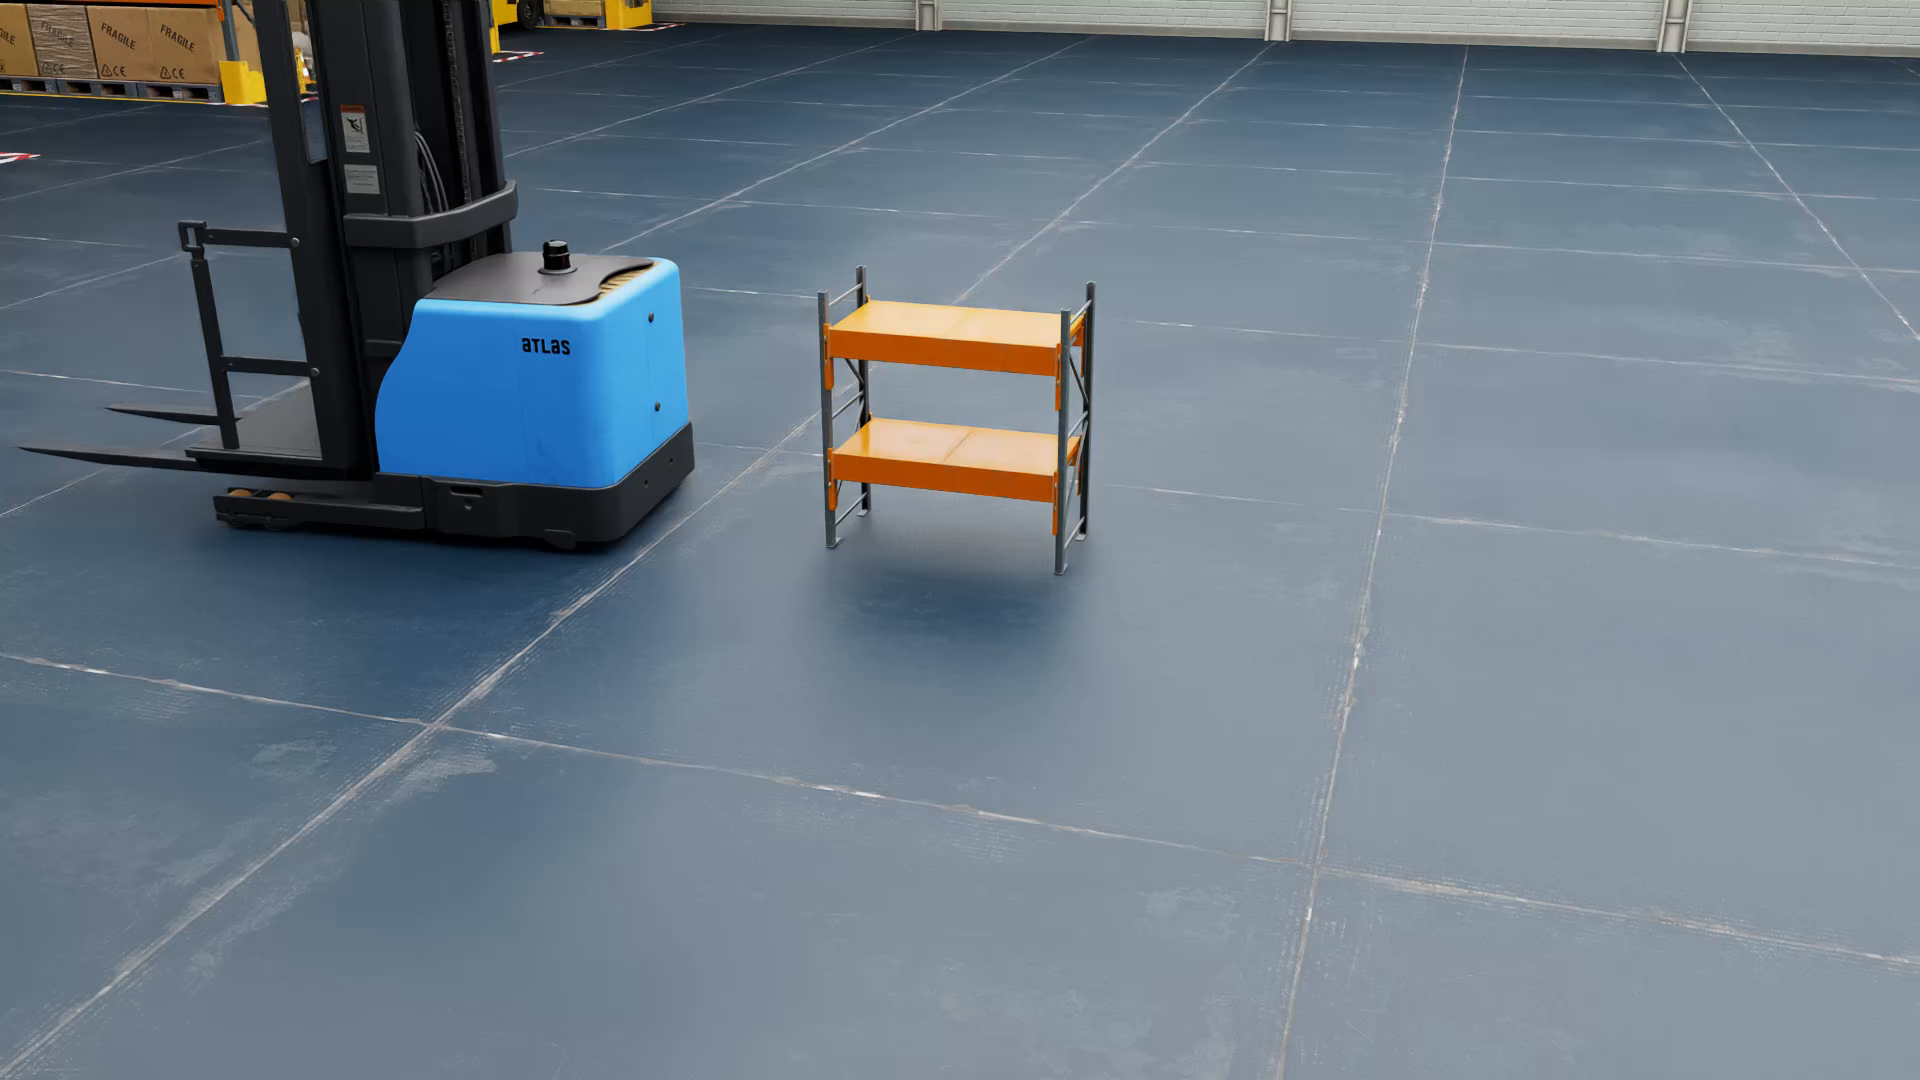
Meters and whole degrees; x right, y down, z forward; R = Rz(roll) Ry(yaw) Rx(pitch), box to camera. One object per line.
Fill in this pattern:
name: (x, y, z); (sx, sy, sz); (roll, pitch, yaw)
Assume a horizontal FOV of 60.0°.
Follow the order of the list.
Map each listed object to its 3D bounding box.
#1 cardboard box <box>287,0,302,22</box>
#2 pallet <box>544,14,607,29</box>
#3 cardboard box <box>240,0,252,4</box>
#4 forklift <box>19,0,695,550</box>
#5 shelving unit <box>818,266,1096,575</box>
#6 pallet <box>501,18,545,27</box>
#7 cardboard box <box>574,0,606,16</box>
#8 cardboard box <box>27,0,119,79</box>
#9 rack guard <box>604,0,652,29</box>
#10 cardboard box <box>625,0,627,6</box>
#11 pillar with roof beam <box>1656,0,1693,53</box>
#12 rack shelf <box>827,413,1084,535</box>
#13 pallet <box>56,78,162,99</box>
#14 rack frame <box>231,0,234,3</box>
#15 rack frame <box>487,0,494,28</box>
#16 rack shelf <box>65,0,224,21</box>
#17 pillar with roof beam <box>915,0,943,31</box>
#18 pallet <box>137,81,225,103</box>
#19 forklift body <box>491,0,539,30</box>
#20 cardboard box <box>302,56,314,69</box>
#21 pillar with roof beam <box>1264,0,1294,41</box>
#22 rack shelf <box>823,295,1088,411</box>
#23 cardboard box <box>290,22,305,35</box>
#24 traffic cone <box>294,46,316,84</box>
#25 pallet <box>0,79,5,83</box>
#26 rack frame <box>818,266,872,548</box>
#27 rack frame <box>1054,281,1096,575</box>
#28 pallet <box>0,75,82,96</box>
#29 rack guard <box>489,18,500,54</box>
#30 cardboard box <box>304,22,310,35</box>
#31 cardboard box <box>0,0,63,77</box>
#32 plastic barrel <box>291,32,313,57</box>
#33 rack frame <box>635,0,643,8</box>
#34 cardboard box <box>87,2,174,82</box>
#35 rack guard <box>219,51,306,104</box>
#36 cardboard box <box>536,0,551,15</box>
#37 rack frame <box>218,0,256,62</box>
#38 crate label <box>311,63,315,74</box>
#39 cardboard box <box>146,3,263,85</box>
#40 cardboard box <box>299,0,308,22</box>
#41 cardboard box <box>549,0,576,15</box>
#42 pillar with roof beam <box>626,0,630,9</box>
cardboard box: (-10.132, -8.183, 25.348); (0.500, 0.500, 0.500); (8, 23, 18)
pallet: (-6.619, -9.275, 29.603); (1.213, 0.211, 1.003); (7, 23, 16)
cardboard box: (-10.648, -8.237, 25.481); (0.500, 0.500, 0.500); (8, 24, 18)
forklift: (-2.833, -1.586, 7.274); (3.031, 2.935, 1.130); (5, 23, 11)
shelving unit: (-0.006, -0.521, 7.058); (1.048, 1.125, 0.538); (7, 23, 16)
pallet: (-7.783, -9.410, 29.931); (1.213, 0.211, 1.003); (7, 23, 15)
cardboard box: (-6.416, -9.355, 29.195); (0.500, 0.250, 0.500); (7, 23, 16)
cardboard box: (-11.022, -6.341, 21.023); (0.875, 0.875, 0.875); (7, 23, 16)
rack guard: (-5.852, -9.337, 29.375); (0.348, 0.500, 1.175); (7, 23, 16)
cardboard box: (-6.288, -9.544, 29.653); (0.500, 0.250, 0.500); (7, 23, 16)
pillar with roof beam: (9.708, -10.139, 20.129); (0.400, 9.000, 9.100); (7, 23, 16)
rack shelf: (-0.006, -0.295, 7.151); (1.000, 0.278, 0.538); (7, 23, 16)
pallet: (-10.590, -5.787, 21.099); (1.213, 0.211, 1.003); (7, 23, 15)
rack frame: (-13.534, -11.373, 31.045); (0.127, 3.000, 1.000); (7, 23, 16)
rack frame: (-7.305, -8.693, 24.509); (0.127, 3.000, 1.000); (7, 23, 16)
rack shelf: (-10.553, -6.770, 20.769); (4.000, 0.370, 1.077); (7, 23, 16)
pillar with roof beam: (-1.780, -11.454, 23.336); (0.400, 9.000, 9.100); (7, 23, 16)
pallet: (-9.426, -5.652, 20.771); (1.213, 0.211, 1.003); (7, 23, 15)
forklift body: (-8.217, -9.649, 27.959); (1.214, 2.155, 2.313); (7, 23, 16)
cardboard box: (-9.143, -6.783, 23.611); (0.380, 0.149, 0.250); (-20, 29, -39)
pillar with roof beam: (3.964, -10.796, 21.732); (0.400, 9.000, 9.100); (7, 23, 16)
rack shelf: (-0.006, -0.792, 6.947); (1.000, 0.278, 0.538); (7, 23, 16)
cardboard box: (-10.133, -7.836, 25.491); (0.500, 0.250, 0.500); (8, 24, 19)
traffic cone: (-8.736, -6.284, 21.979); (0.334, 0.463, 0.336); (7, 23, 16)
pallet: (-13.228, -6.089, 21.835); (1.213, 0.211, 1.003); (7, 23, 16)
rack frame: (-0.493, -0.577, 7.194); (0.032, 1.125, 0.500); (7, 23, 16)
rack frame: (0.480, -0.465, 6.922); (0.032, 1.125, 0.500); (7, 23, 16)
pallet: (-11.762, -5.920, 21.423); (1.213, 0.211, 1.003); (7, 23, 15)
rack guard: (-7.378, -7.544, 25.004); (0.348, 0.500, 1.175); (7, 23, 16)
cardboard box: (-9.625, -7.779, 25.351); (0.500, 0.250, 0.500); (6, 23, 15)
cardboard box: (-11.886, -6.438, 21.260); (0.875, 0.875, 0.875); (7, 23, 16)
plastic barrel: (-9.720, -7.177, 24.209); (0.512, 0.421, 0.421); (-14, 26, -30)
rack frame: (-5.875, -10.497, 28.907); (0.127, 3.000, 1.000); (7, 23, 16)
cardboard box: (-10.149, -6.240, 20.777); (0.875, 0.875, 0.875); (6, 23, 15)
rack guard: (-8.615, -5.724, 20.566); (0.348, 0.500, 1.175); (7, 23, 16)
cardboard box: (-7.366, -9.471, 29.478); (0.500, 0.250, 0.500); (7, 23, 16)
rack frame: (-8.638, -6.883, 20.098); (0.127, 3.000, 1.000); (7, 23, 16)
crate label: (-8.855, -6.570, 23.106); (0.298, 0.136, 0.250); (-5, 23, -12)
cardboard box: (-9.306, -6.145, 20.544); (0.875, 0.875, 0.875); (7, 23, 16)
cardboard box: (-9.636, -8.126, 25.208); (0.500, 0.500, 0.500); (8, 24, 18)
cardboard box: (-6.889, -9.413, 29.336); (0.500, 0.250, 0.500); (7, 23, 15)
pillar with roof beam: (-7.524, -12.112, 24.939); (0.400, 9.000, 9.100); (7, 23, 16)
